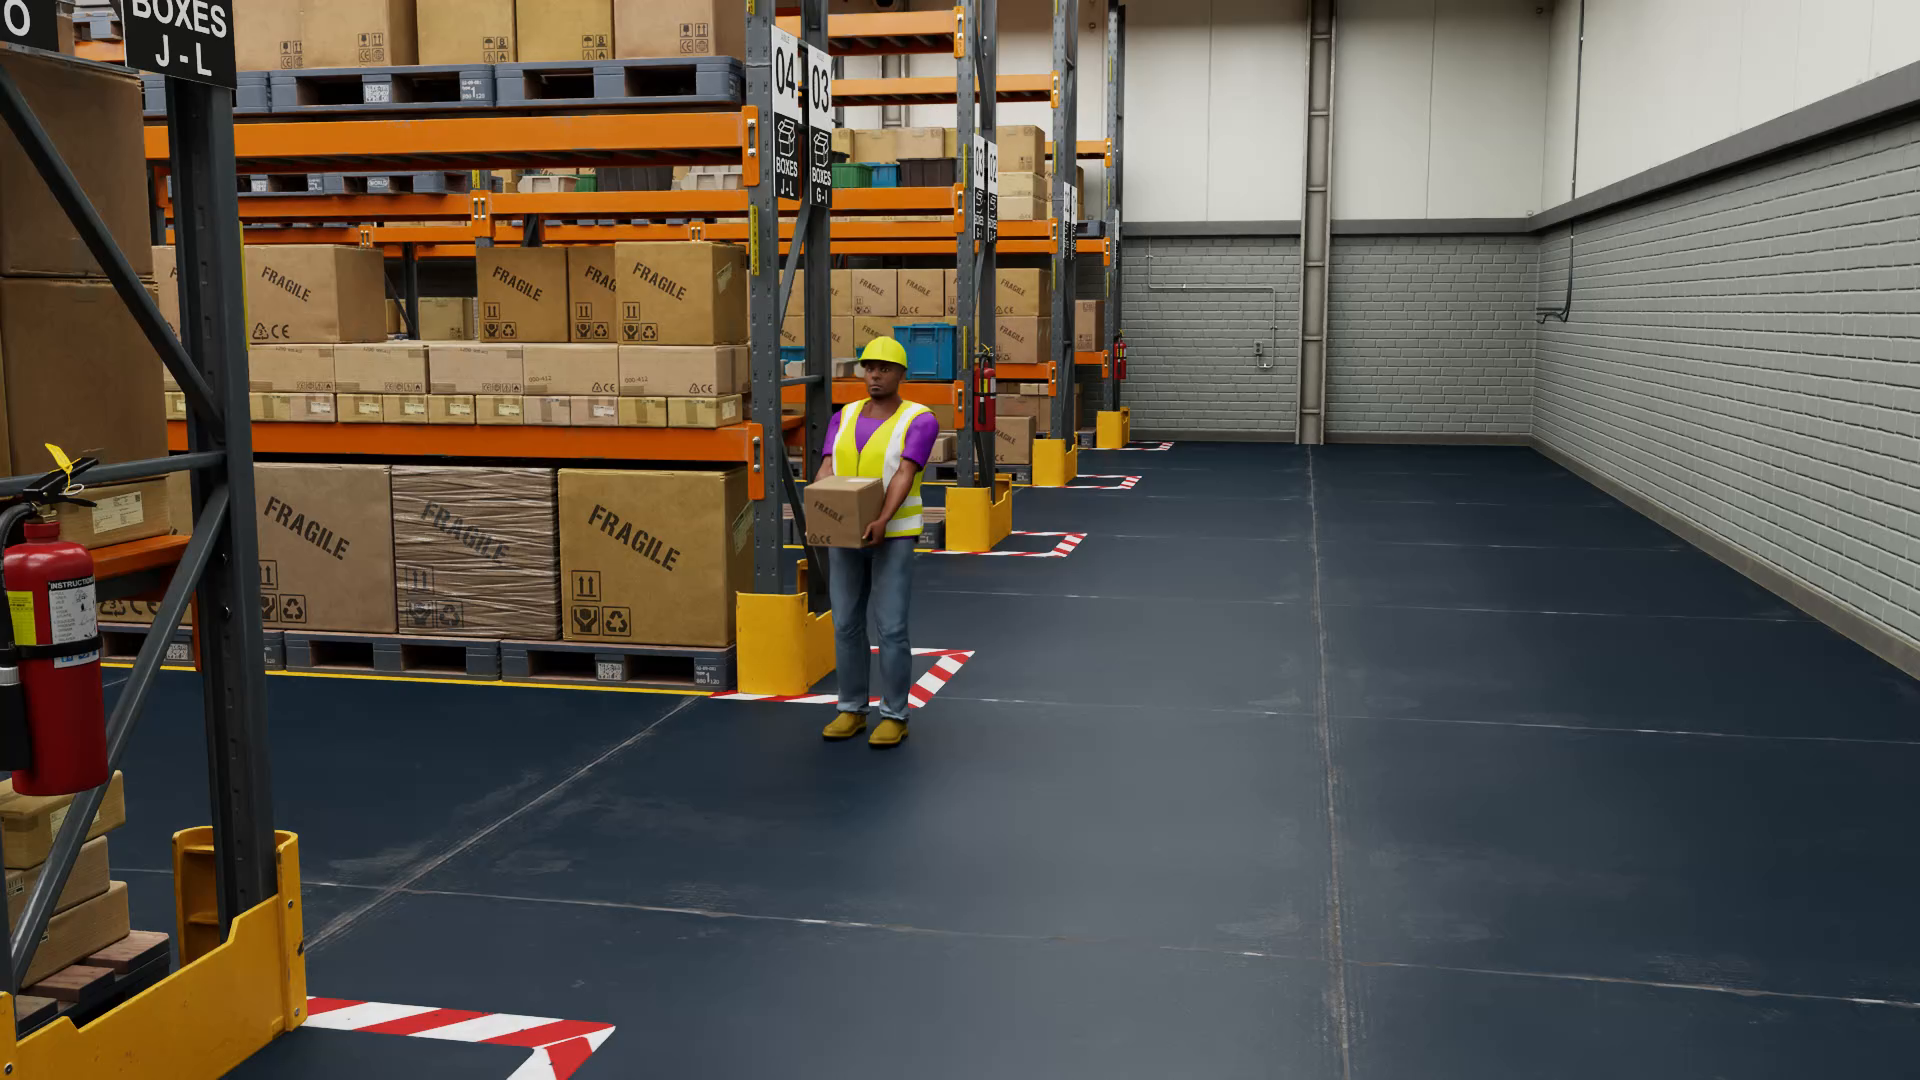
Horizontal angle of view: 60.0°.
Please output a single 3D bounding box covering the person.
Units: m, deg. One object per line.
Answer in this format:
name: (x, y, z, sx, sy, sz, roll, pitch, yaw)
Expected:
person: (-0.397, 0.007, 7.196, 0.501, 1.760, 0.576, 3, 9, 23)
